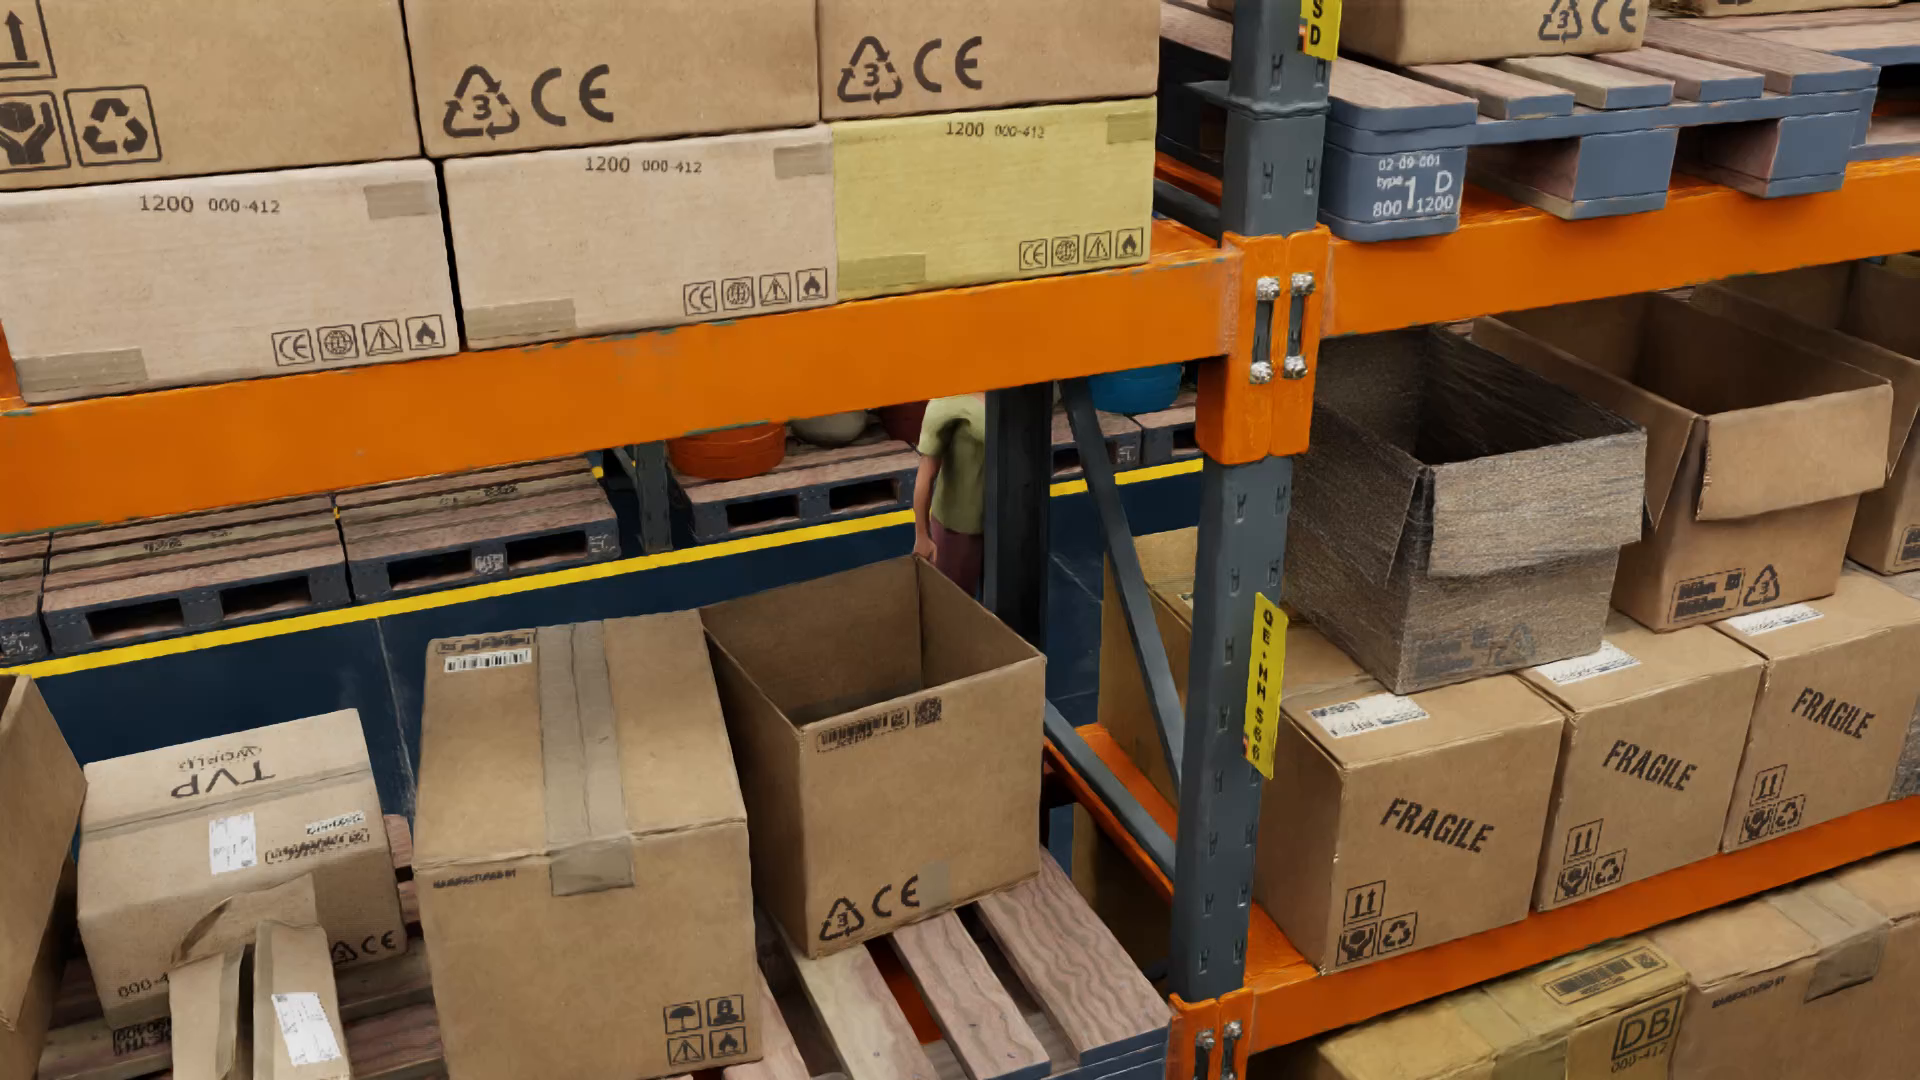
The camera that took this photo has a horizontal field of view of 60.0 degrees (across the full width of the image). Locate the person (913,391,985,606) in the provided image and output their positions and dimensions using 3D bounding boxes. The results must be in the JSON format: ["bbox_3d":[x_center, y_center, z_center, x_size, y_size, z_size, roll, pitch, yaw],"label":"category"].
[{"bbox_3d":[0.097,-0.040,6.155,0.491,1.670,0.520,19,32,34],"label":"person"}]
